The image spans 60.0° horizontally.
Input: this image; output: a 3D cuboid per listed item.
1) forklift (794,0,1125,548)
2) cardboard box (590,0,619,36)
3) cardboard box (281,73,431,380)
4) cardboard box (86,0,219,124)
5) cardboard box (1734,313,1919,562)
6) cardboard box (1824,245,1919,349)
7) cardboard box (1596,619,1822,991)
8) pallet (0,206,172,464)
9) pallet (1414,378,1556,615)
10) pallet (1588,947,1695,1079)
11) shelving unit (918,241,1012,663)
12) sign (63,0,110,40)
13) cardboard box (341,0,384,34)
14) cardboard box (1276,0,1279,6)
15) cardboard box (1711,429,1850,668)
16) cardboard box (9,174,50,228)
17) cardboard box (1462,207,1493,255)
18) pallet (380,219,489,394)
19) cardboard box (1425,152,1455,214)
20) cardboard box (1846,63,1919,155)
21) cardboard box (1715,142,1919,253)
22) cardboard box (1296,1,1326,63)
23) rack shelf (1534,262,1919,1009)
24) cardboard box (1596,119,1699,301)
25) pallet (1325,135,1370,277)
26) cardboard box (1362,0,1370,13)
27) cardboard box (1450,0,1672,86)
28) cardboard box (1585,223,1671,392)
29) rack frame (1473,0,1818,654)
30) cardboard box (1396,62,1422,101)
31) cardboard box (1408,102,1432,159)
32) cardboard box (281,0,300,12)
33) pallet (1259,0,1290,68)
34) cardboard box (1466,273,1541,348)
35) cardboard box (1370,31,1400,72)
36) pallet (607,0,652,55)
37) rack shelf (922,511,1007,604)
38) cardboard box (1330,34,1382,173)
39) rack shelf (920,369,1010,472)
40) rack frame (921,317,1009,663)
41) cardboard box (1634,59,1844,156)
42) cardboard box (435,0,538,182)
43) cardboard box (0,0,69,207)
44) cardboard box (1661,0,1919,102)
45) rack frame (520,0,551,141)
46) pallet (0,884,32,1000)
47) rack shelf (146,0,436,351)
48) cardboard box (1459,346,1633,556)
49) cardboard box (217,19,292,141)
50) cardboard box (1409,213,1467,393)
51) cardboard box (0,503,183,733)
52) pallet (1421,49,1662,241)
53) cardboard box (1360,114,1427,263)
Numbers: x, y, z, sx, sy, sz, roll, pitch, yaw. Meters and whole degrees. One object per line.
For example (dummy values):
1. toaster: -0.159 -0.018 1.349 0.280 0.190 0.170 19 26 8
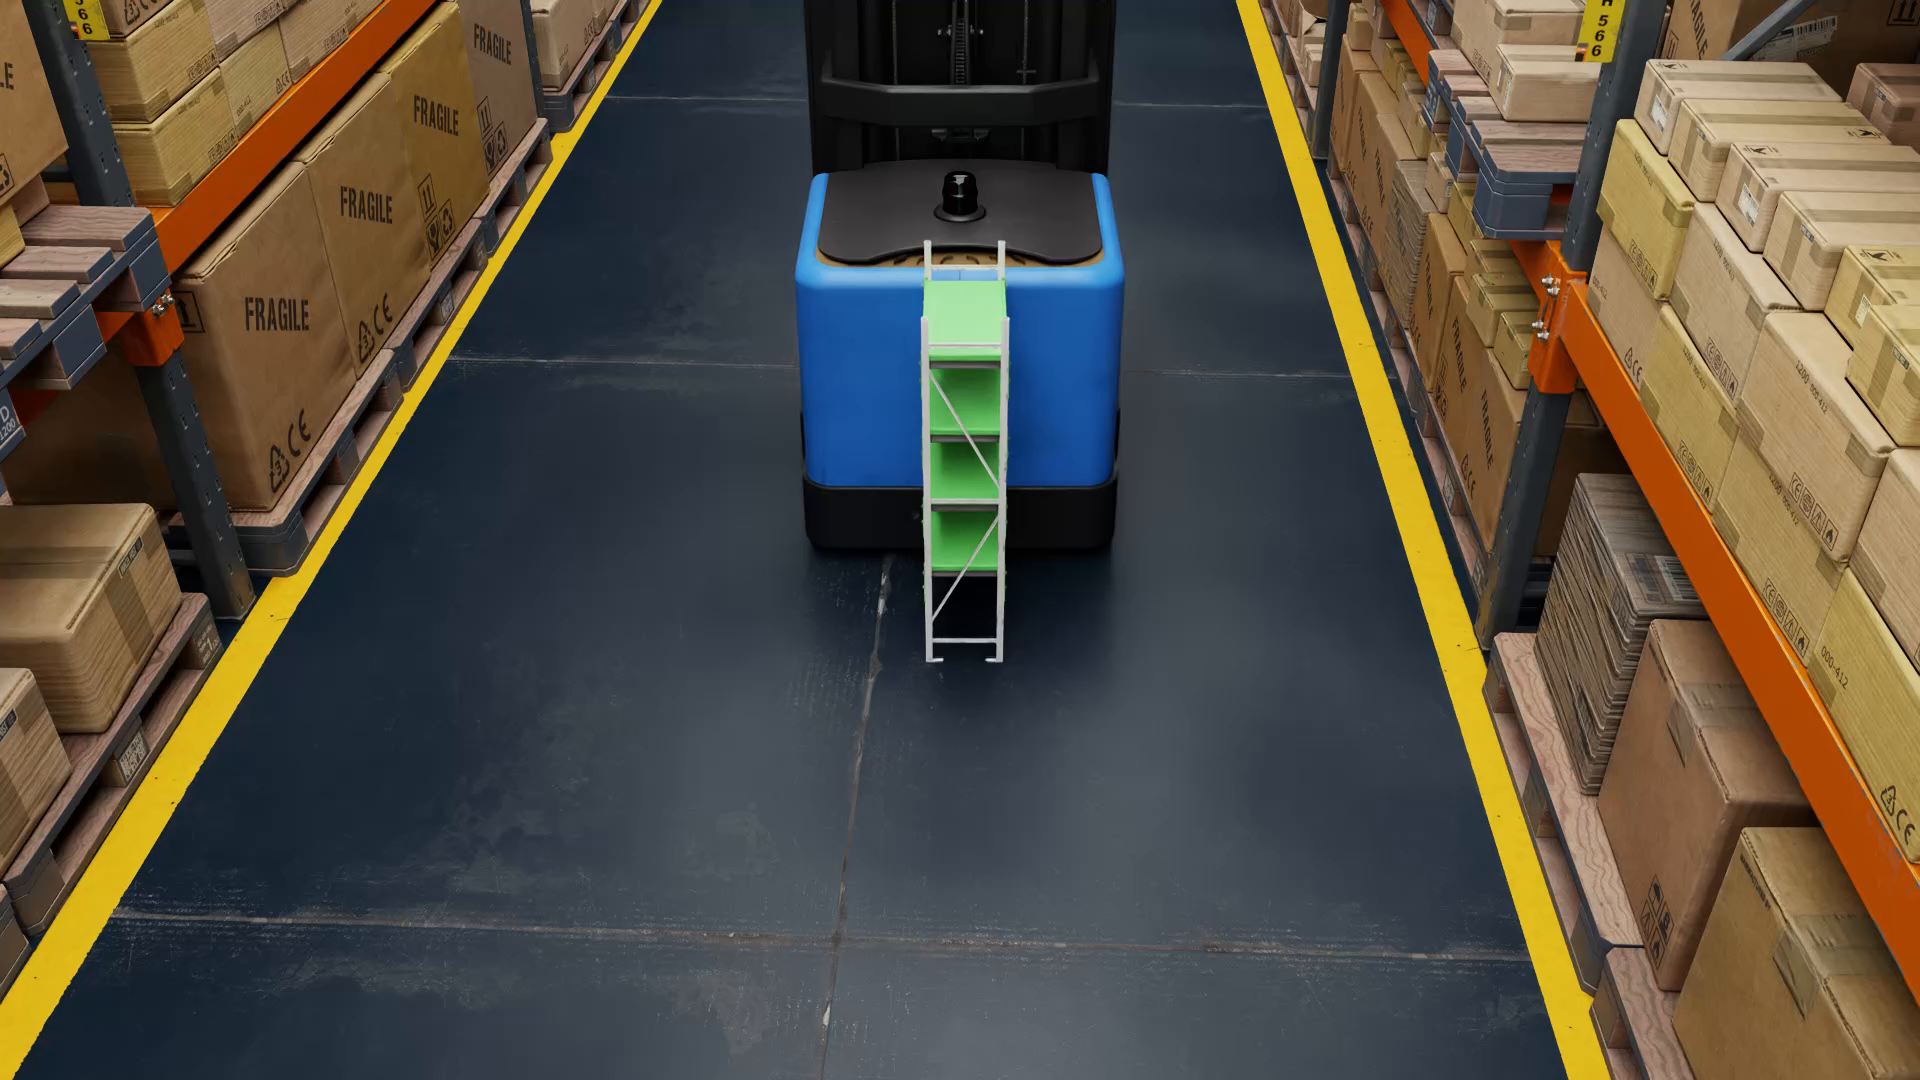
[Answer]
1. forklift: 0.000 -1.983 6.023 1.130 2.935 3.031 0 35 0
2. cardboard box: -2.485 -3.301 9.701 0.875 0.438 0.875 0 35 0
3. cardboard box: -2.663 -1.216 6.355 0.875 0.875 0.875 2 35 2
4. cardboard box: -2.546 -1.435 4.879 0.500 0.250 0.500 1 35 2
5. cardboard box: 1.824 -0.200 3.121 0.500 0.250 0.500 0 35 1
6. cardboard box: 1.867 -0.427 3.098 0.380 0.149 0.250 2 35 2
7. cardboard box: 2.089 0.639 3.932 0.875 0.625 0.625 2 35 3
8. pallet: -2.736 -0.516 4.043 1.213 0.211 1.003 1 35 2
9. pallet: 2.214 -0.181 5.824 1.003 0.211 1.213 1 35 2
10. pallet: 2.023 1.418 3.549 1.003 0.211 1.213 1 35 2
11. shelving unit: 0.014 -0.251 5.064 0.258 1.200 0.503 0 35 0
12. sign: -2.271 -1.441 4.253 0.100 0.325 0.005 1 35 2
13. cardboard box: -2.496 -2.101 6.261 0.500 0.250 0.500 1 35 2
14. cardboard box: 2.154 -3.499 9.928 0.500 0.500 0.500 2 35 3
15. cardboard box: 1.846 0.002 3.269 0.500 0.250 0.500 0 35 0
16. cardboard box: -2.591 -0.882 4.249 0.380 0.149 0.250 3 35 4
17. cardboard box: 2.004 -1.057 5.889 0.380 0.149 0.250 2 35 3
18. pallet: -2.655 -1.016 7.012 1.003 0.211 1.213 1 35 2
19. cardboard box: 1.995 -1.359 6.320 0.380 0.149 0.250 0 35 0
20. cardboard box: 2.336 -1.009 3.926 0.380 0.149 0.250 2 35 3
21. cardboard box: 1.845 -0.722 3.518 0.380 0.149 0.250 2 35 3
22. cardboard box: 2.050 -2.777 9.106 0.396 0.266 0.258 3 35 4
23. rack shelf: 2.066 0.549 2.985 1.077 0.370 4.000 1 35 2
24. cardboard box: 1.860 -0.788 3.959 0.500 0.250 0.500 1 35 2
25. pallet: 2.312 -1.583 7.819 1.003 0.211 1.213 1 35 2
26. cardboard box: 2.087 -2.527 7.723 0.380 0.149 0.250 1 35 1
27. cardboard box: 1.865 -1.618 5.209 0.500 0.250 0.500 0 35 0
28. cardboard box: 1.884 -0.583 4.102 0.500 0.250 0.500 1 35 2
29. rack frame: 2.146 -0.894 4.413 1.000 3.000 0.127 1 35 2
30. cardboard box: 2.097 -1.940 7.147 0.380 0.149 0.250 1 35 1
31. cardboard box: 2.037 -1.655 6.741 0.380 0.149 0.250 3 35 4
32. cardboard box: -2.492 -2.018 5.708 0.500 0.250 0.500 1 35 2
33. pallet: 2.382 -3.148 10.047 1.003 0.211 1.213 1 35 2
34. cardboard box: 1.893 -0.756 5.461 0.380 0.149 0.250 0 35 -1
35. cardboard box: 2.093 -2.246 7.581 0.380 0.149 0.250 0 35 1
36. pallet: -2.498 -3.302 10.264 1.003 0.211 1.213 1 35 2
37. rack shelf: 0.014 -0.003 5.239 0.258 0.148 0.480 0 35 0
38. cardboard box: 2.063 -2.069 7.893 0.500 0.500 0.500 3 35 4
39. rack shelf: 0.014 -0.395 4.963 0.258 0.148 0.480 0 35 0
40. rack frame: 0.014 -0.111 4.865 0.240 1.200 0.015 0 35 0
41. cardboard box: 1.839 -1.024 3.947 0.380 0.149 0.250 2 35 3
42. cardboard box: -2.598 -2.249 7.824 0.875 0.875 0.875 2 35 3
43. cardboard box: -2.554 -1.073 3.958 0.500 0.500 0.500 0 35 1
44. cardboard box: 2.323 -1.399 4.680 0.500 0.500 0.500 3 35 4
45. rack frame: -2.653 -3.305 7.843 1.000 3.000 0.127 1 35 2
46. pallet: -2.898 1.282 3.742 1.003 0.211 1.213 1 35 2
47. rack shelf: -2.733 -1.861 6.415 1.077 0.370 4.000 1 35 2
48. cardboard box: 1.949 -0.291 5.364 0.500 0.500 0.500 2 35 3
49. cardboard box: -2.539 -1.516 5.429 0.500 0.250 0.500 0 35 1
50. cardboard box: 1.998 -0.879 6.201 0.500 0.500 0.500 3 35 4
51. cardboard box: -2.846 0.221 4.747 0.950 0.372 0.625 -1 35 -1
52. pallet: 2.104 -1.207 5.025 1.213 0.211 1.003 1 35 2
53. cardboard box: 2.027 -1.476 7.050 0.500 0.500 0.500 0 35 0
